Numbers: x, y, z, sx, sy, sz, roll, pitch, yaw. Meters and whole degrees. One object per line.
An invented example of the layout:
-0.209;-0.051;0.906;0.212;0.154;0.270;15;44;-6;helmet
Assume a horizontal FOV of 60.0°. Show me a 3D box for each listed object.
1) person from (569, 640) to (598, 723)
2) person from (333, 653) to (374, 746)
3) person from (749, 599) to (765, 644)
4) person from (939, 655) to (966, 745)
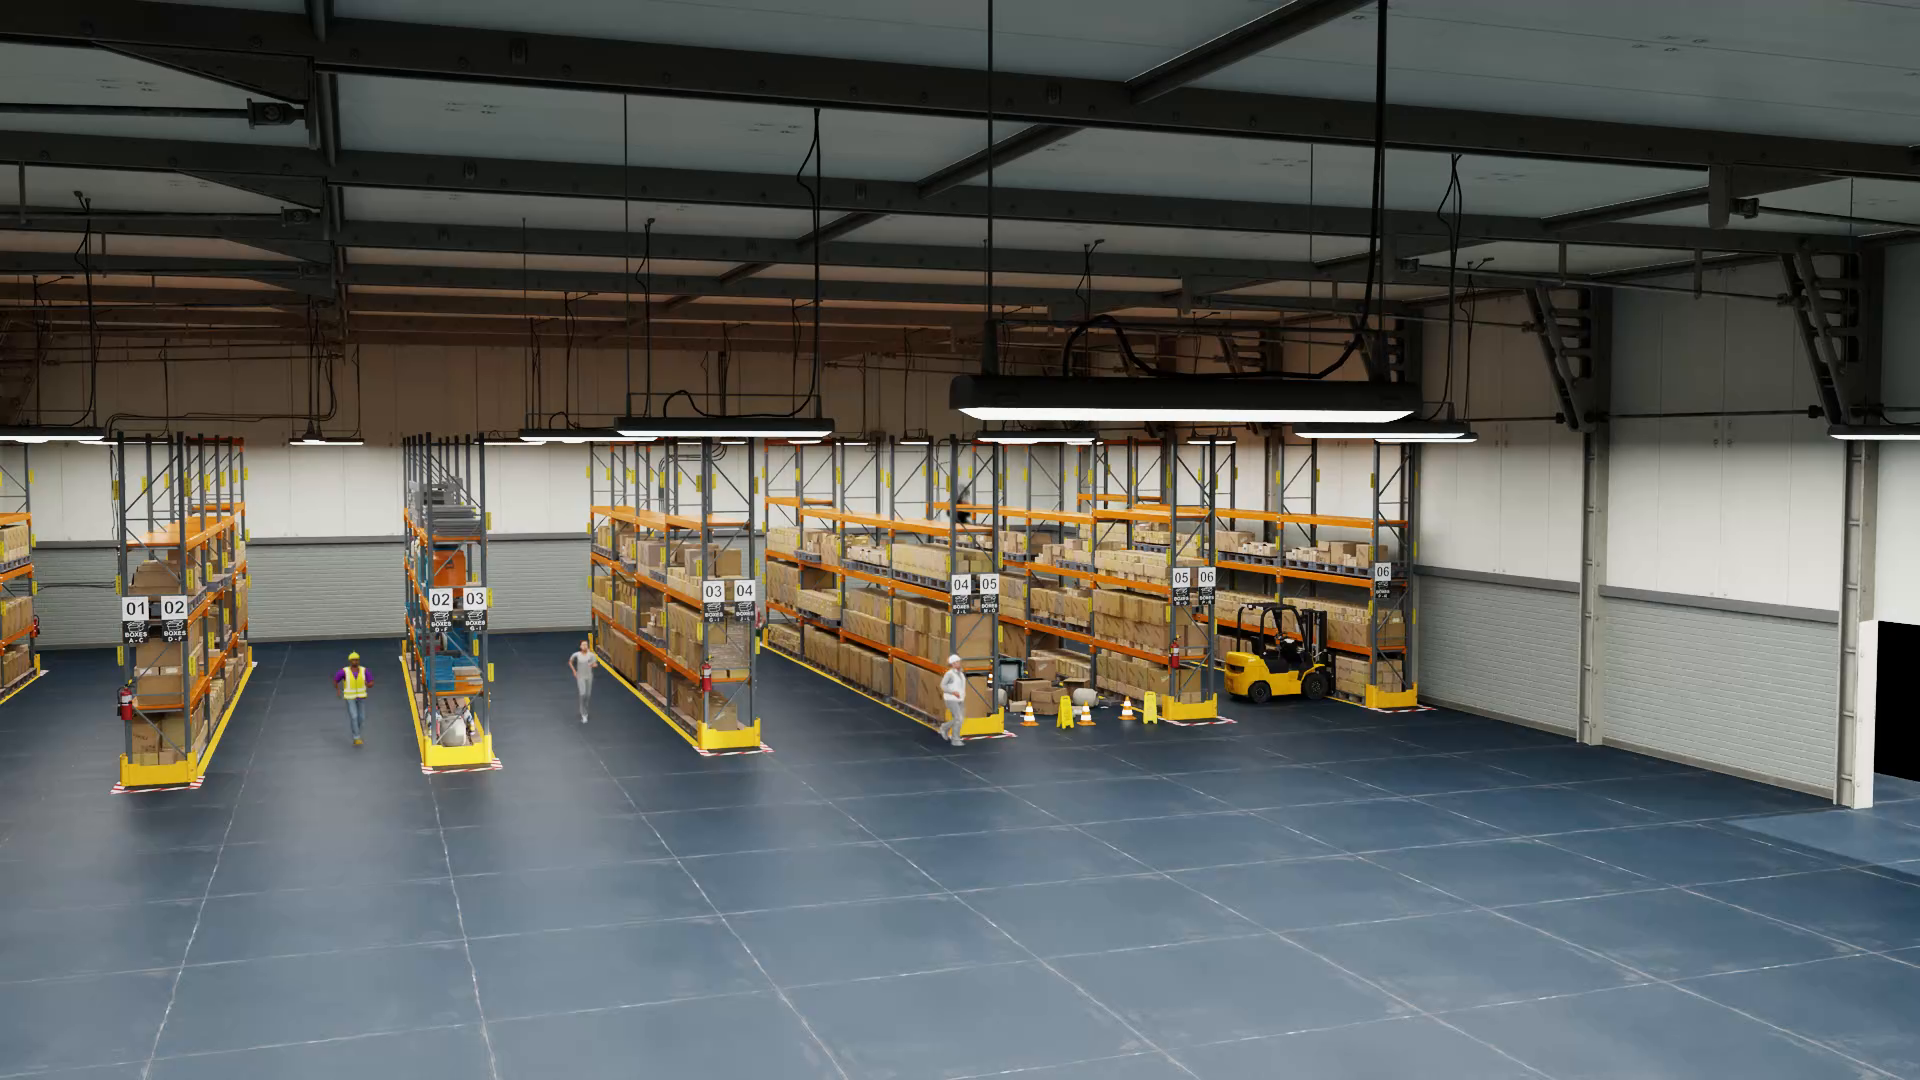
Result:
-7.888;2.943;34.898;0.551;1.719;0.742;-2;4;-28;person
-11.683;3.051;32.118;0.710;1.747;0.963;-2;4;-35;person
-5.522;2.389;44.319;0.668;1.786;0.892;-1;3;-14;person
-0.136;3.098;32.213;0.636;1.747;0.673;2;4;34;person
